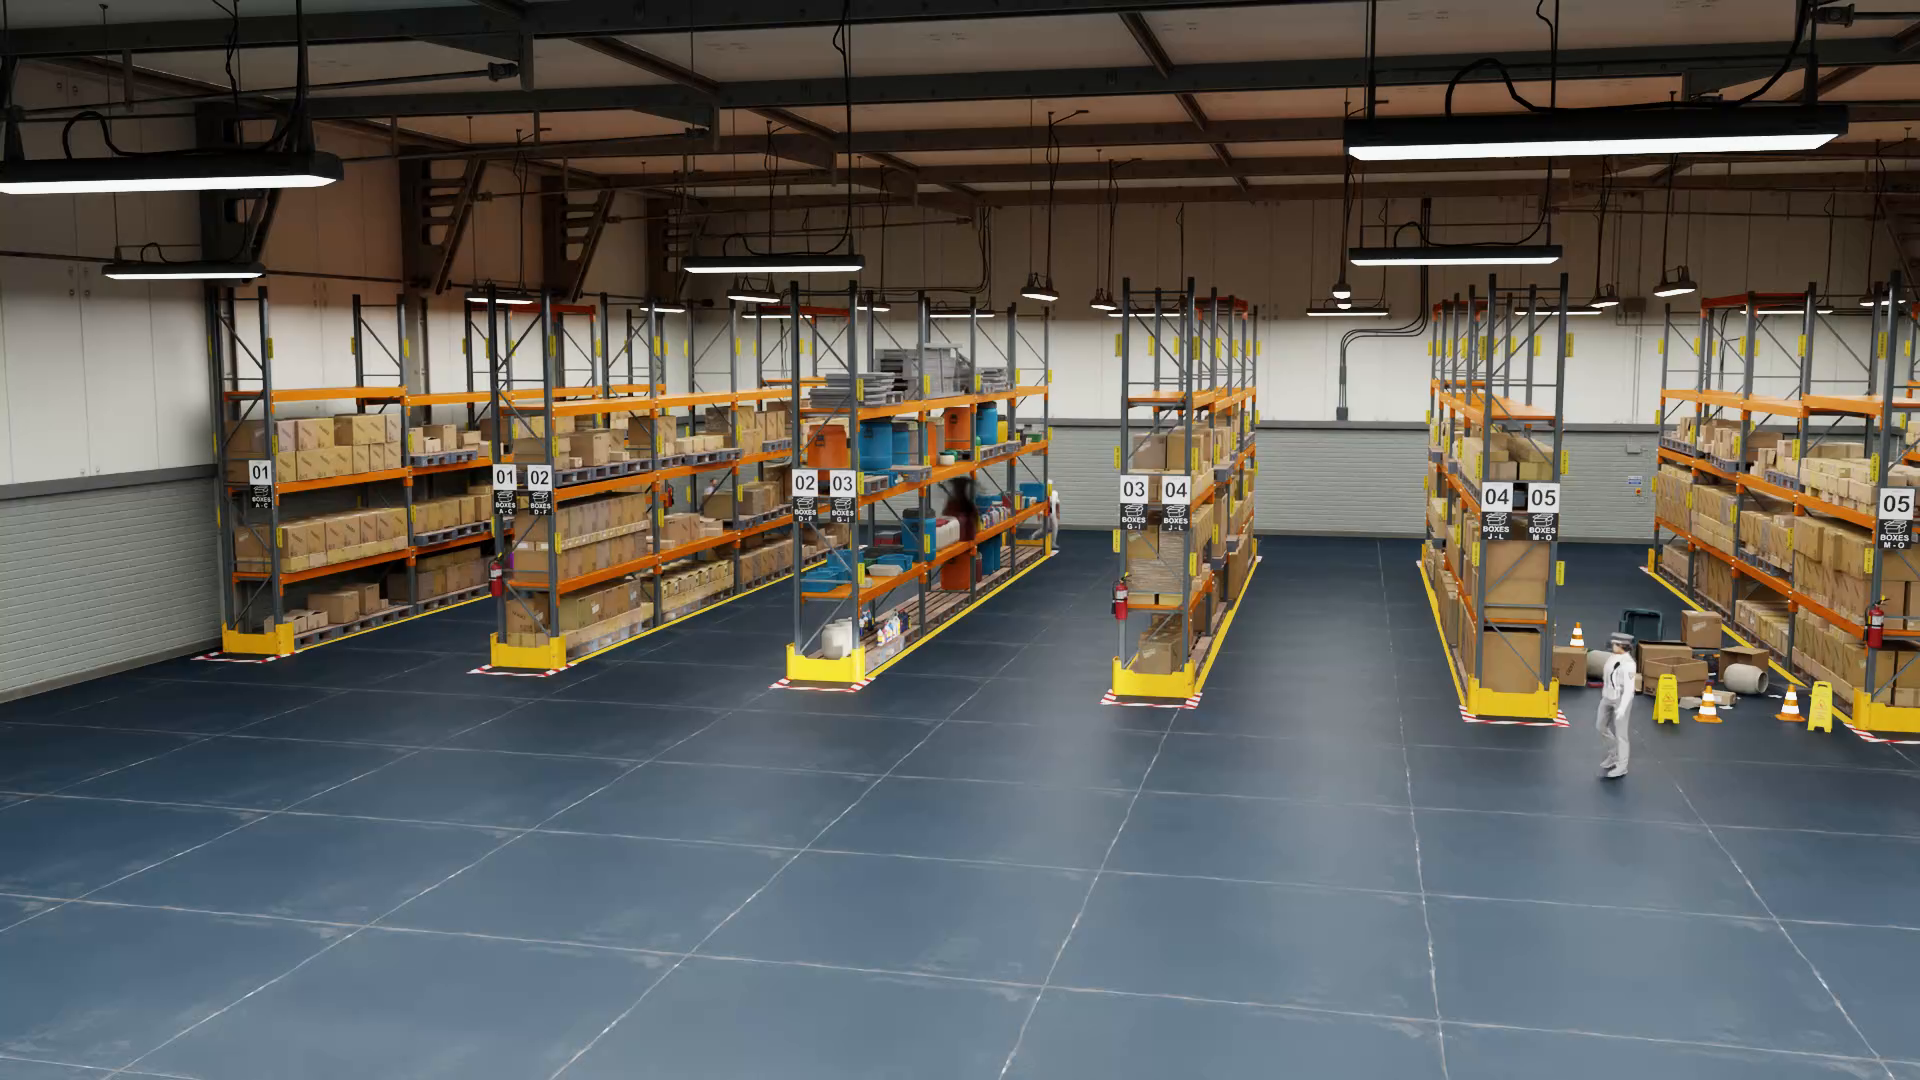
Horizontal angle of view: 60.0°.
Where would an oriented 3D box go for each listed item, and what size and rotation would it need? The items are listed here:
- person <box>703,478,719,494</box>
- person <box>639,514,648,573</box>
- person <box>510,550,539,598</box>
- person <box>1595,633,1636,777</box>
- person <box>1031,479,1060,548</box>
[{"bbox_3d":[-6.658,-0.846,44.108,0.654,1.630,0.613,2,7,14],"label":"person"},{"bbox_3d":[-6.540,0.230,34.593,0.398,1.593,0.468,0,7,-2],"label":"person"},{"bbox_3d":[-7.679,0.776,29.335,0.422,1.813,0.585,6,9,42],"label":"person"},{"bbox_3d":[7.750,1.931,19.639,0.400,1.698,0.589,-2,7,-14],"label":"person"},{"bbox_3d":[2.199,-0.670,41.814,0.611,1.732,0.768,-6,9,-40],"label":"person"}]
